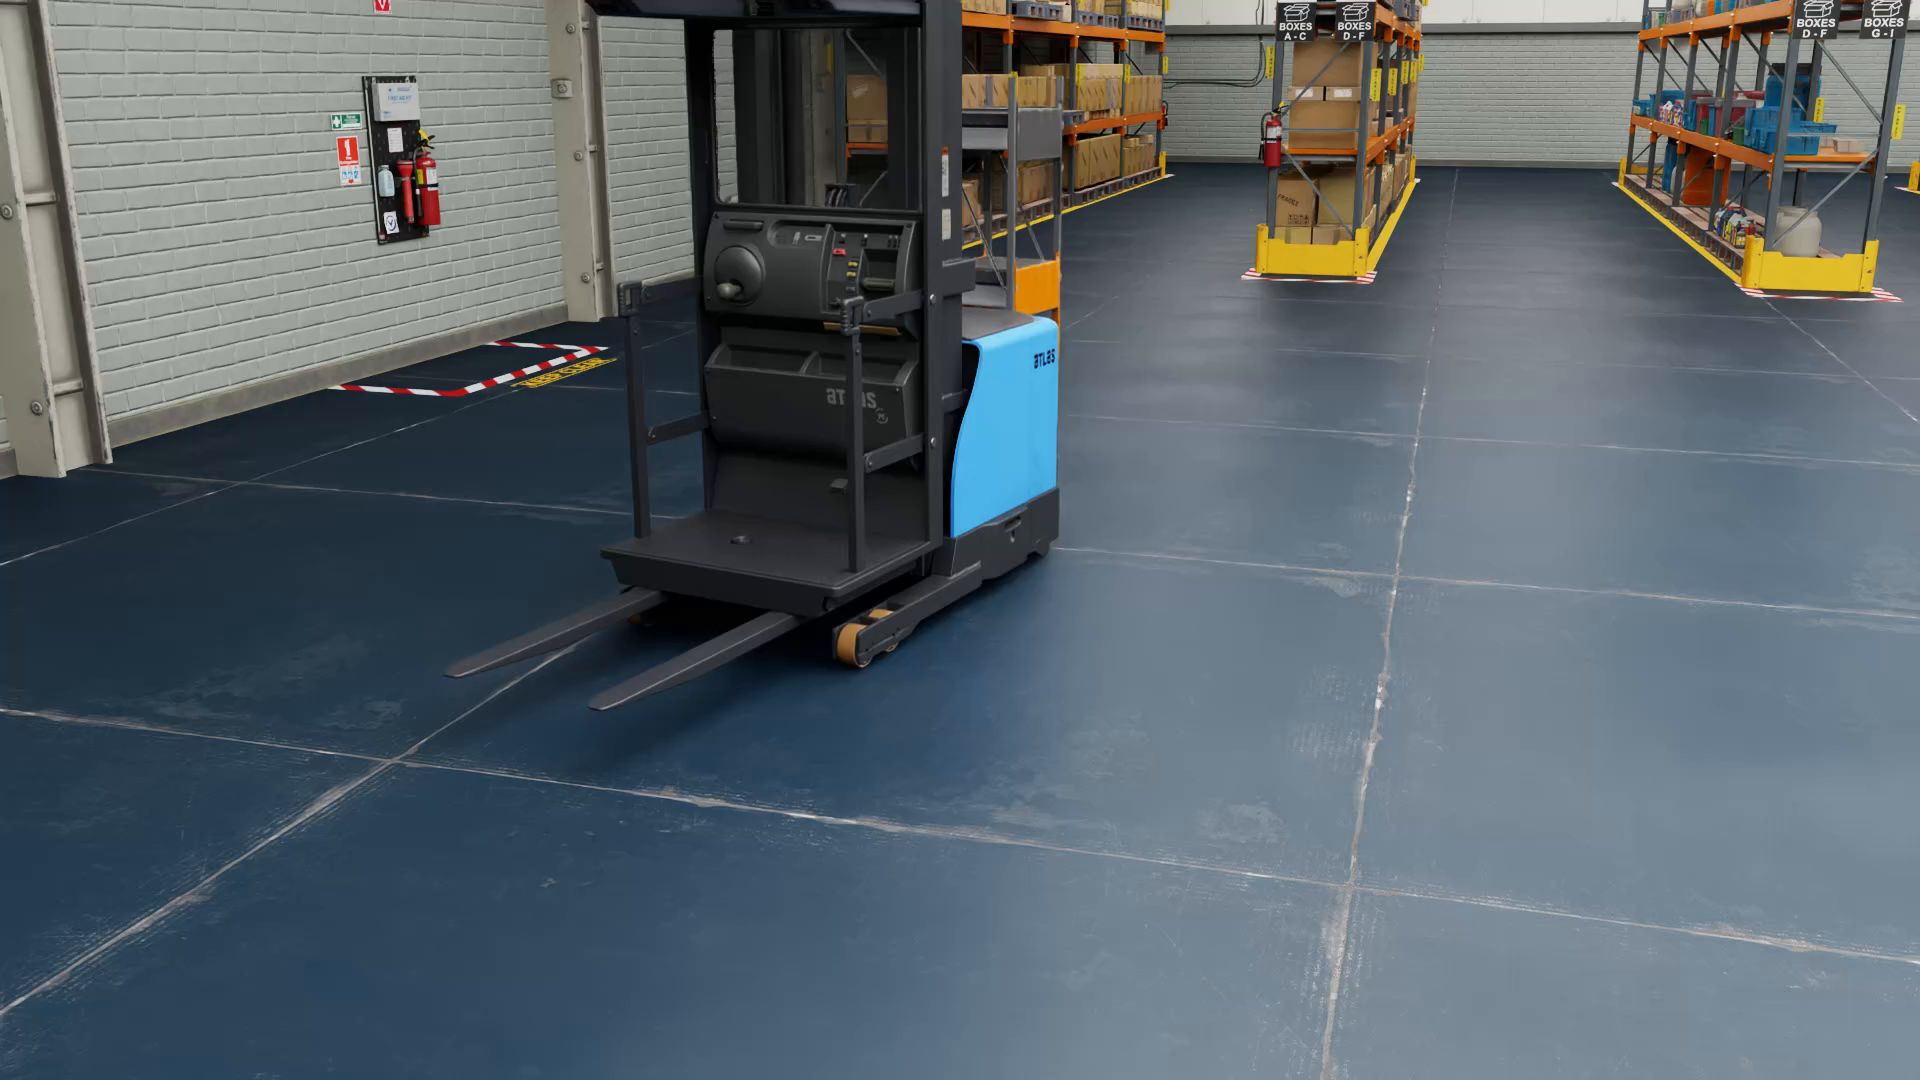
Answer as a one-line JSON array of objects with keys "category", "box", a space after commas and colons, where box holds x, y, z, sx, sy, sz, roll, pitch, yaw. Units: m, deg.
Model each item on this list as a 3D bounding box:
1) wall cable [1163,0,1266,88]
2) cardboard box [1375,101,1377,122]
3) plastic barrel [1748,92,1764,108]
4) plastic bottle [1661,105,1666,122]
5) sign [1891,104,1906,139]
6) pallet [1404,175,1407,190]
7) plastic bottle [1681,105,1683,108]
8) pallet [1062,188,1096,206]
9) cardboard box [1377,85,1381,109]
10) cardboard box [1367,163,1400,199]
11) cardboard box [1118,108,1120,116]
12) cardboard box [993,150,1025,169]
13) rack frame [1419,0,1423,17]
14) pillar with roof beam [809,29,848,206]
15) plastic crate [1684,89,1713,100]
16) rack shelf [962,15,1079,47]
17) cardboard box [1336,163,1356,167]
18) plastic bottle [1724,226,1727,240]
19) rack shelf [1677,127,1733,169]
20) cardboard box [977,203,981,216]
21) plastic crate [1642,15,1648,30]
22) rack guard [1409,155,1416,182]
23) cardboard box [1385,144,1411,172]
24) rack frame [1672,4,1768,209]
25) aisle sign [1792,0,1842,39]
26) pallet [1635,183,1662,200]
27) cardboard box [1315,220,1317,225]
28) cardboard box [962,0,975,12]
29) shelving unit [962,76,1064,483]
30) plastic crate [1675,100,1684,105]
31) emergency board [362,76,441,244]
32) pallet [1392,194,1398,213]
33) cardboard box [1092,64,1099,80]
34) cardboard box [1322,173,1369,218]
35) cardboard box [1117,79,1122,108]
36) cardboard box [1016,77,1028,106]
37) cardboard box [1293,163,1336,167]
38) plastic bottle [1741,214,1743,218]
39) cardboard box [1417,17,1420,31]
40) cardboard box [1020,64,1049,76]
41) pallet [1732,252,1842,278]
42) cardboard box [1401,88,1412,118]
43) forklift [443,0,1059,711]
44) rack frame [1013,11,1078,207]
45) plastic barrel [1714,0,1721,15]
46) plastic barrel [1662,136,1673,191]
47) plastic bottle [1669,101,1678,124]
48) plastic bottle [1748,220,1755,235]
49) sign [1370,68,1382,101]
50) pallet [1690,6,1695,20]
[{"category": "wall cable", "box": [5.560, -11.763, 38.502, 3.097, 2.526, 0.112, 5, 16, 16]}, {"category": "cardboard box", "box": [5.626, -6.051, 23.482, 0.500, 0.500, 0.500, 4, 16, 13]}, {"category": "plastic barrel", "box": [10.389, -5.502, 21.481, 0.433, 0.535, 0.433, 0, 16, 0]}, {"category": "plastic bottle", "box": [11.372, -6.857, 26.736, 0.152, 0.276, 0.135, 5, 16, 16]}, {"category": "sign", "box": [9.088, -4.054, 16.119, 0.100, 0.325, 0.005, 5, 16, 16]}, {"category": "pallet", "box": [7.765, -6.648, 30.880, 1.003, 0.211, 1.213, 5, 16, 16]}, {"category": "plastic bottle", "box": [11.358, -6.699, 26.178, 0.152, 0.276, 0.135, 5, 16, 16]}, {"category": "pallet", "box": [1.633, -5.685, 27.486, 1.003, 0.211, 1.213, 5, 16, 16]}, {"category": "cardboard box", "box": [6.158, -6.867, 25.588, 0.700, 0.500, 0.500, -1, 16, -3]}, {"category": "cardboard box", "box": [6.491, -5.549, 25.670, 0.500, 0.500, 0.500, 5, 17, 18]}, {"category": "cardboard box", "box": [2.649, -7.651, 29.730, 0.380, 0.149, 0.250, 5, 17, 16]}, {"category": "cardboard box", "box": [0.660, -5.595, 24.459, 0.500, 0.250, 0.500, 4, 16, 14]}, {"category": "rack frame", "box": [8.361, -11.422, 31.608, 1.000, 3.000, 0.127, 5, 16, 16]}, {"category": "pillar with roof beam", "box": [2.561, -7.536, 17.906, 9.100, 9.000, 0.400, 5, 16, 16]}, {"category": "plastic crate", "box": [12.466, -7.378, 28.118, 0.402, 0.464, 0.583, 5, 16, 16]}, {"category": "rack shelf", "box": [0.769, -7.400, 24.243, 1.077, 0.370, 4.000, 5, 16, 16]}, {"category": "cardboard box", "box": [5.657, -5.478, 24.886, 0.500, 0.311, 0.500, 5, 17, 18]}, {"category": "plastic bottle", "box": [8.915, -3.576, 19.262, 0.097, 0.201, 0.097, 0, 16, 0]}, {"category": "rack shelf", "box": [10.267, -5.189, 21.943, 1.077, 0.370, 4.000, 5, 16, 16]}, {"category": "cardboard box", "box": [0.077, -4.486, 22.534, 0.380, 0.166, 0.250, 2, 16, 9]}, {"category": "plastic crate", "box": [12.732, -9.452, 30.399, 0.497, 0.269, 0.590, 5, 16, 16]}, {"category": "rack guard", "box": [8.339, -7.313, 32.698, 1.175, 0.500, 0.348, 5, 16, 16]}, {"category": "cardboard box", "box": [8.443, -7.384, 32.139, 0.500, 0.500, 0.500, 5, 16, 16]}, {"category": "rack frame", "box": [10.836, -6.058, 23.690, 1.000, 3.000, 0.127, 5, 16, 16]}, {"category": "aisle sign", "box": [8.257, -5.220, 15.971, 0.394, 0.787, 0.004, 5, 16, 16]}, {"category": "pallet", "box": [12.144, -5.958, 28.449, 1.003, 0.211, 1.213, 5, 16, 16]}, {"category": "cardboard box", "box": [3.814, -3.524, 19.026, 0.500, 0.250, 0.500, 5, 16, 16]}, {"category": "cardboard box", "box": [-0.139, -6.718, 20.300, 0.500, 0.500, 0.500, 6, 17, 19]}, {"category": "shelving unit", "box": [0.183, -1.097, 7.851, 0.431, 2.100, 0.503, 8, 18, 27]}, {"category": "plastic crate", "box": [12.583, -7.461, 28.746, 0.437, 0.282, 0.530, 5, 16, 16]}, {"category": "emergency board", "box": [-4.011, -2.770, 12.098, 0.194, 1.169, 0.643, 5, 16, 16]}, {"category": "pallet", "box": [6.336, -5.294, 26.106, 1.003, 0.211, 1.213, 5, 16, 16]}, {"category": "cardboard box", "box": [2.004, -7.758, 27.546, 0.500, 0.250, 0.500, 5, 17, 16]}, {"category": "cardboard box", "box": [4.450, -3.976, 19.244, 0.500, 0.500, 0.500, 5, 16, 16]}, {"category": "cardboard box", "box": [2.584, -7.933, 29.536, 0.500, 0.500, 0.500, 4, 16, 15]}, {"category": "cardboard box", "box": [0.543, -6.316, 23.609, 0.700, 0.500, 0.500, 6, 17, 22]}, {"category": "cardboard box", "box": [4.519, -4.539, 21.232, 0.500, 0.500, 0.500, 5, 16, 16]}, {"category": "plastic bottle", "box": [9.146, -3.684, 19.515, 0.097, 0.271, 0.097, 0, 16, 0]}, {"category": "cardboard box", "box": [8.186, -9.490, 30.569, 0.500, 0.250, 0.500, 5, 16, 16]}, {"category": "cardboard box", "box": [1.217, -7.526, 26.728, 0.500, 0.250, 0.500, 5, 17, 17]}, {"category": "pallet", "box": [8.775, -2.859, 17.522, 1.003, 0.211, 1.213, 5, 16, 16]}, {"category": "cardboard box", "box": [7.630, -7.650, 29.119, 0.500, 0.500, 0.500, 5, 17, 17]}, {"category": "forklift", "box": [-0.689, -1.076, 6.251, 1.130, 2.935, 3.031, 8, 18, 27]}, {"category": "rack frame", "box": [1.337, -6.826, 26.399, 1.000, 3.000, 0.127, 5, 16, 16]}, {"category": "plastic barrel", "box": [10.007, -7.188, 21.258, 0.600, 0.901, 0.708, 5, 16, 16]}, {"category": "plastic barrel", "box": [11.801, -6.156, 27.111, 0.600, 0.901, 0.708, 5, 16, 16]}, {"category": "plastic bottle", "box": [11.042, -6.594, 25.670, 0.144, 0.351, 0.185, 5, 16, 16]}, {"category": "plastic bottle", "box": [8.864, -3.440, 18.632, 0.061, 0.283, 0.133, 5, 16, 16]}, {"category": "sign", "box": [4.344, -4.760, 17.382, 0.100, 0.325, 0.005, 5, 16, 16]}, {"category": "pallet", "box": [11.147, -7.603, 23.985, 1.003, 0.211, 1.213, 5, 16, 16]}]
